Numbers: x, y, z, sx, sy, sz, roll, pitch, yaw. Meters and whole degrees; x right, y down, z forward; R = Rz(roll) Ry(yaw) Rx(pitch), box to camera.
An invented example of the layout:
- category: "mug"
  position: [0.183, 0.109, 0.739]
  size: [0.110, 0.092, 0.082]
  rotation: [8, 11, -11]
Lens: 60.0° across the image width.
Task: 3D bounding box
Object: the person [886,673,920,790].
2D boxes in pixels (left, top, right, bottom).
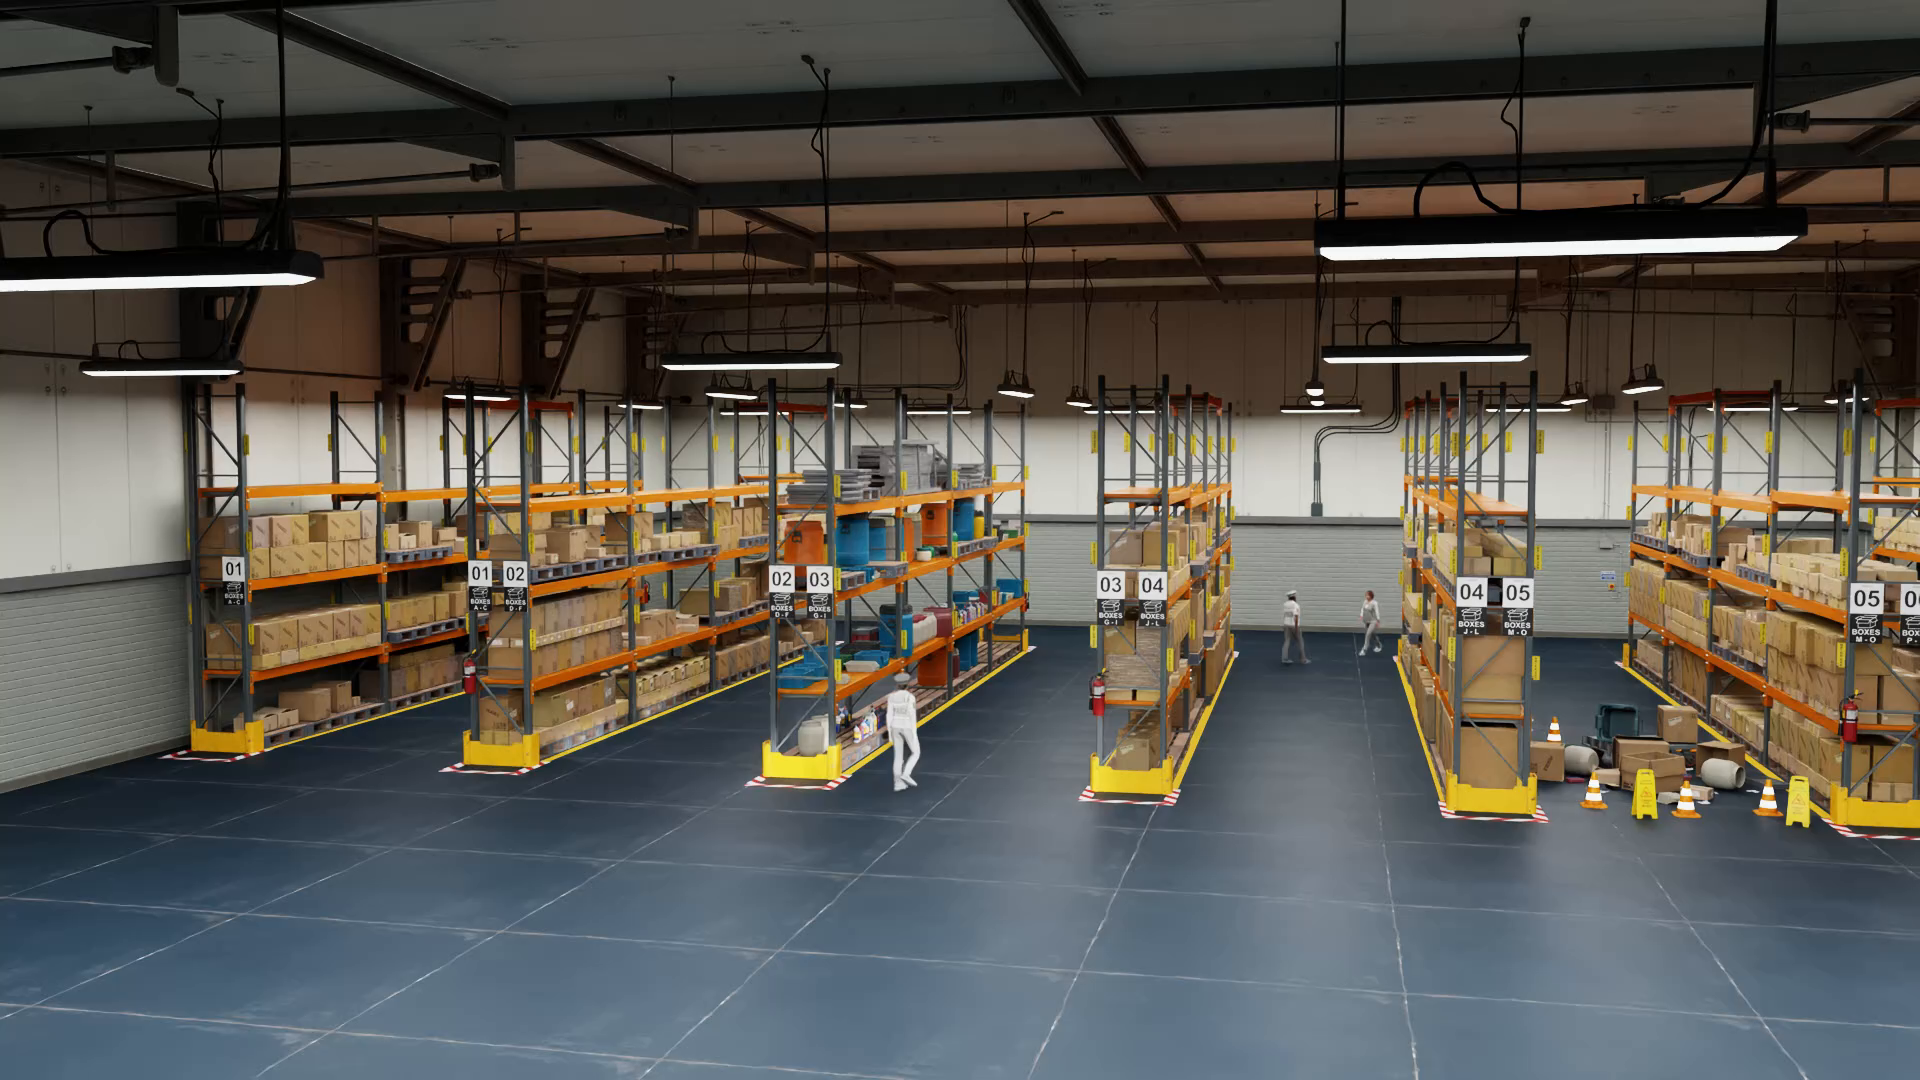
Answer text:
- category: "person"
  position: [-0.840, 2.781, 24.134]
  size: [0.515, 1.662, 0.436]
  rotation: [2, 4, 26]

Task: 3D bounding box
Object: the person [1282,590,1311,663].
- category: "person"
  position: [7.664, 1.982, 38.130]
  size: [0.512, 1.666, 0.732]
  rotation: [3, 5, 45]

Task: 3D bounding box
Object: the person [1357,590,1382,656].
- category: "person"
  position: [9.738, 1.950, 39.479]
  size: [1.018, 1.528, 0.446]
  rotation: [-2, 4, -37]
